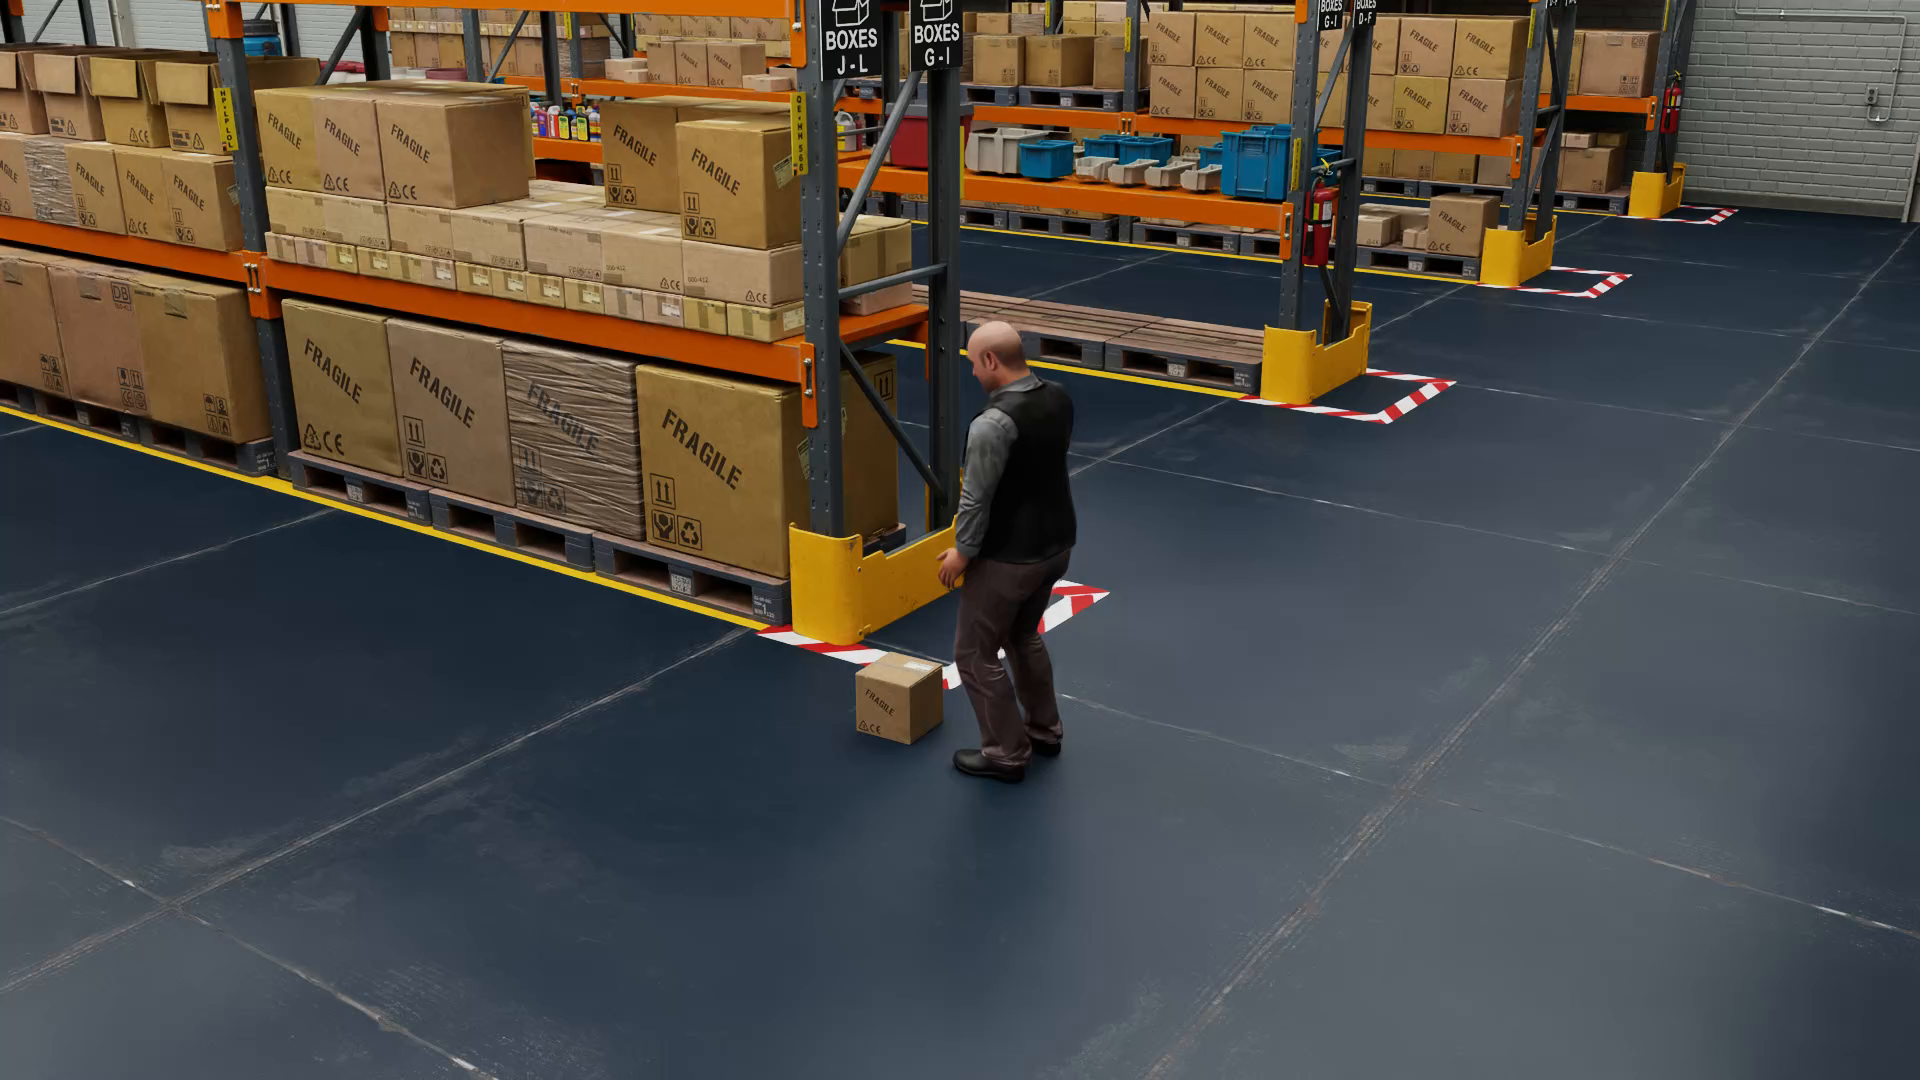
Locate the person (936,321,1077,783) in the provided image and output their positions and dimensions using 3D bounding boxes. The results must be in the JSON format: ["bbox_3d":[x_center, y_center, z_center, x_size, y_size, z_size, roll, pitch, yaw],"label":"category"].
[{"bbox_3d":[0.184,0.053,6.018,0.390,1.691,0.549,14,24,33],"label":"person"}]
